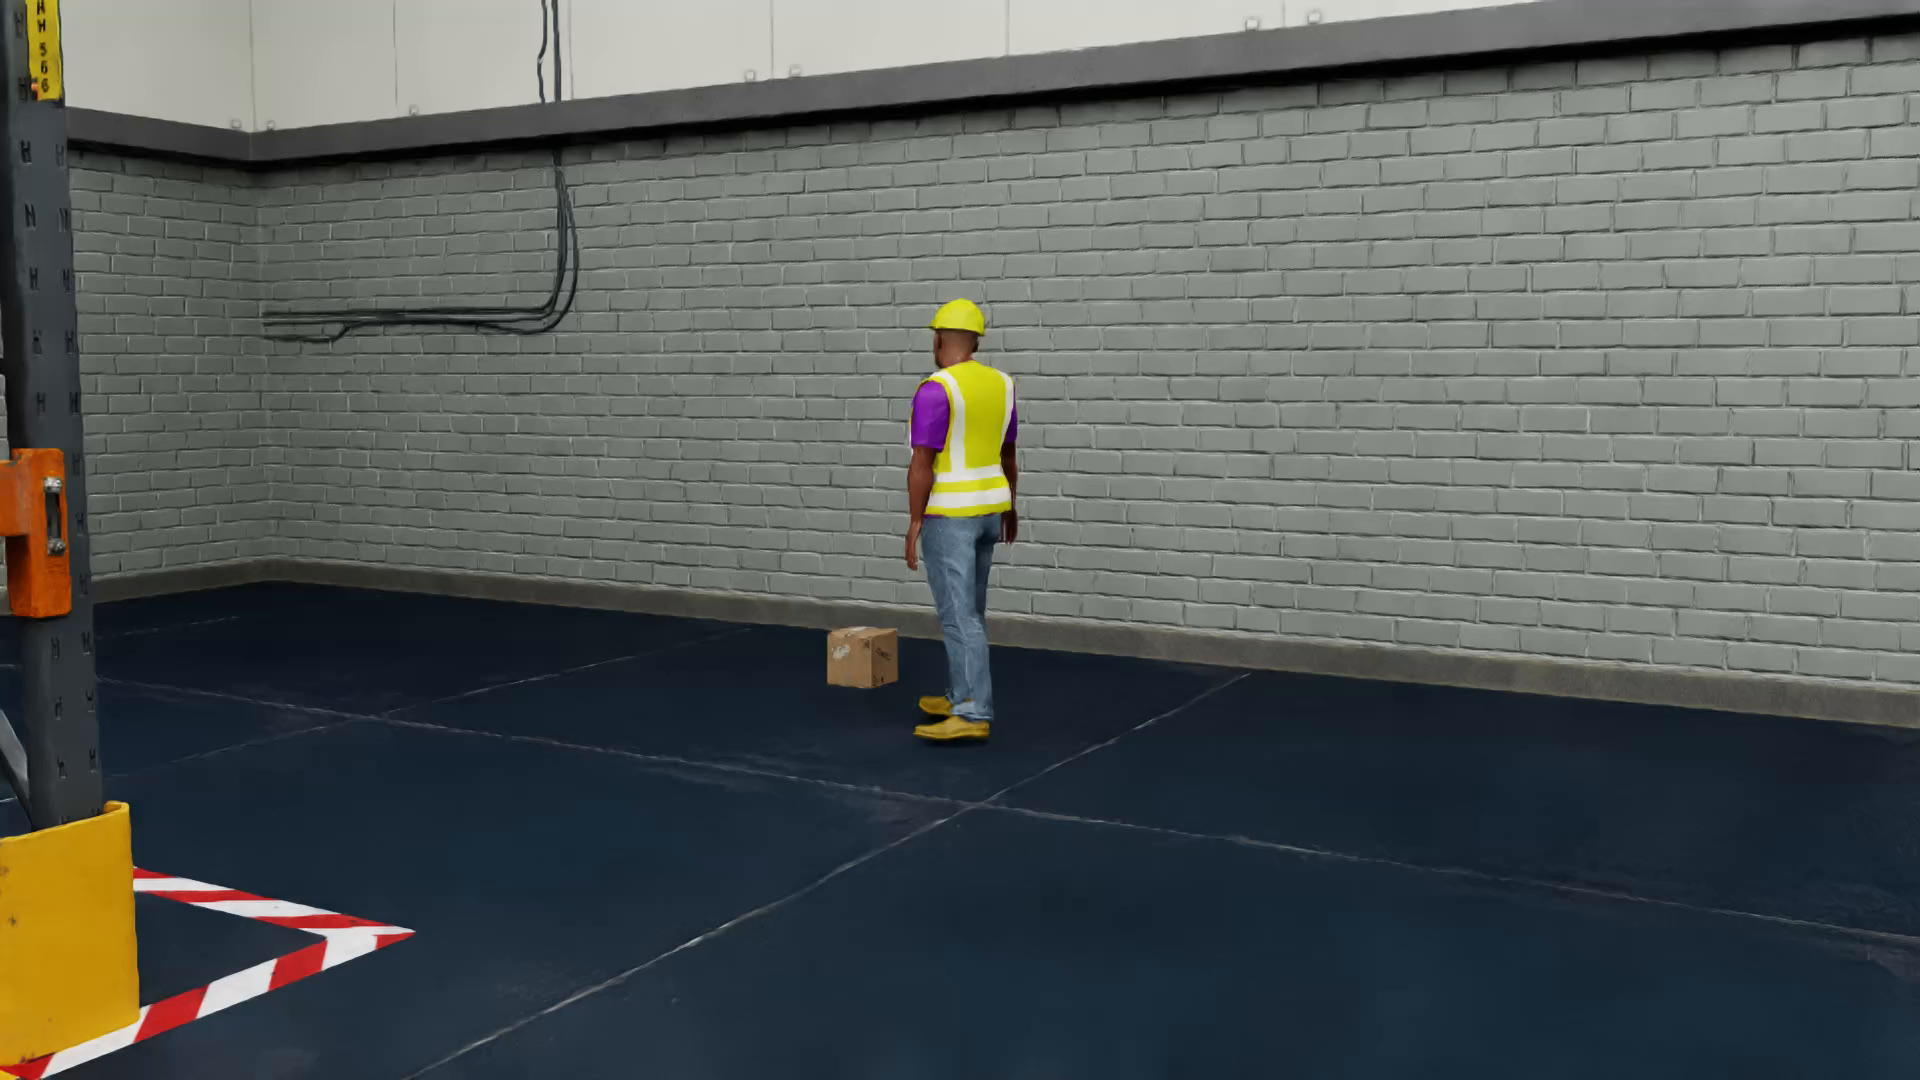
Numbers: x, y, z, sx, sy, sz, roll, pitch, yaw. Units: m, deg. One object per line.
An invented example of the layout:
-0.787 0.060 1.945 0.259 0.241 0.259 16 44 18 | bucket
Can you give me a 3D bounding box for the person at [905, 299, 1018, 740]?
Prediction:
-0.016 -0.099 6.852 0.574 1.768 0.729 5 7 38 | person
